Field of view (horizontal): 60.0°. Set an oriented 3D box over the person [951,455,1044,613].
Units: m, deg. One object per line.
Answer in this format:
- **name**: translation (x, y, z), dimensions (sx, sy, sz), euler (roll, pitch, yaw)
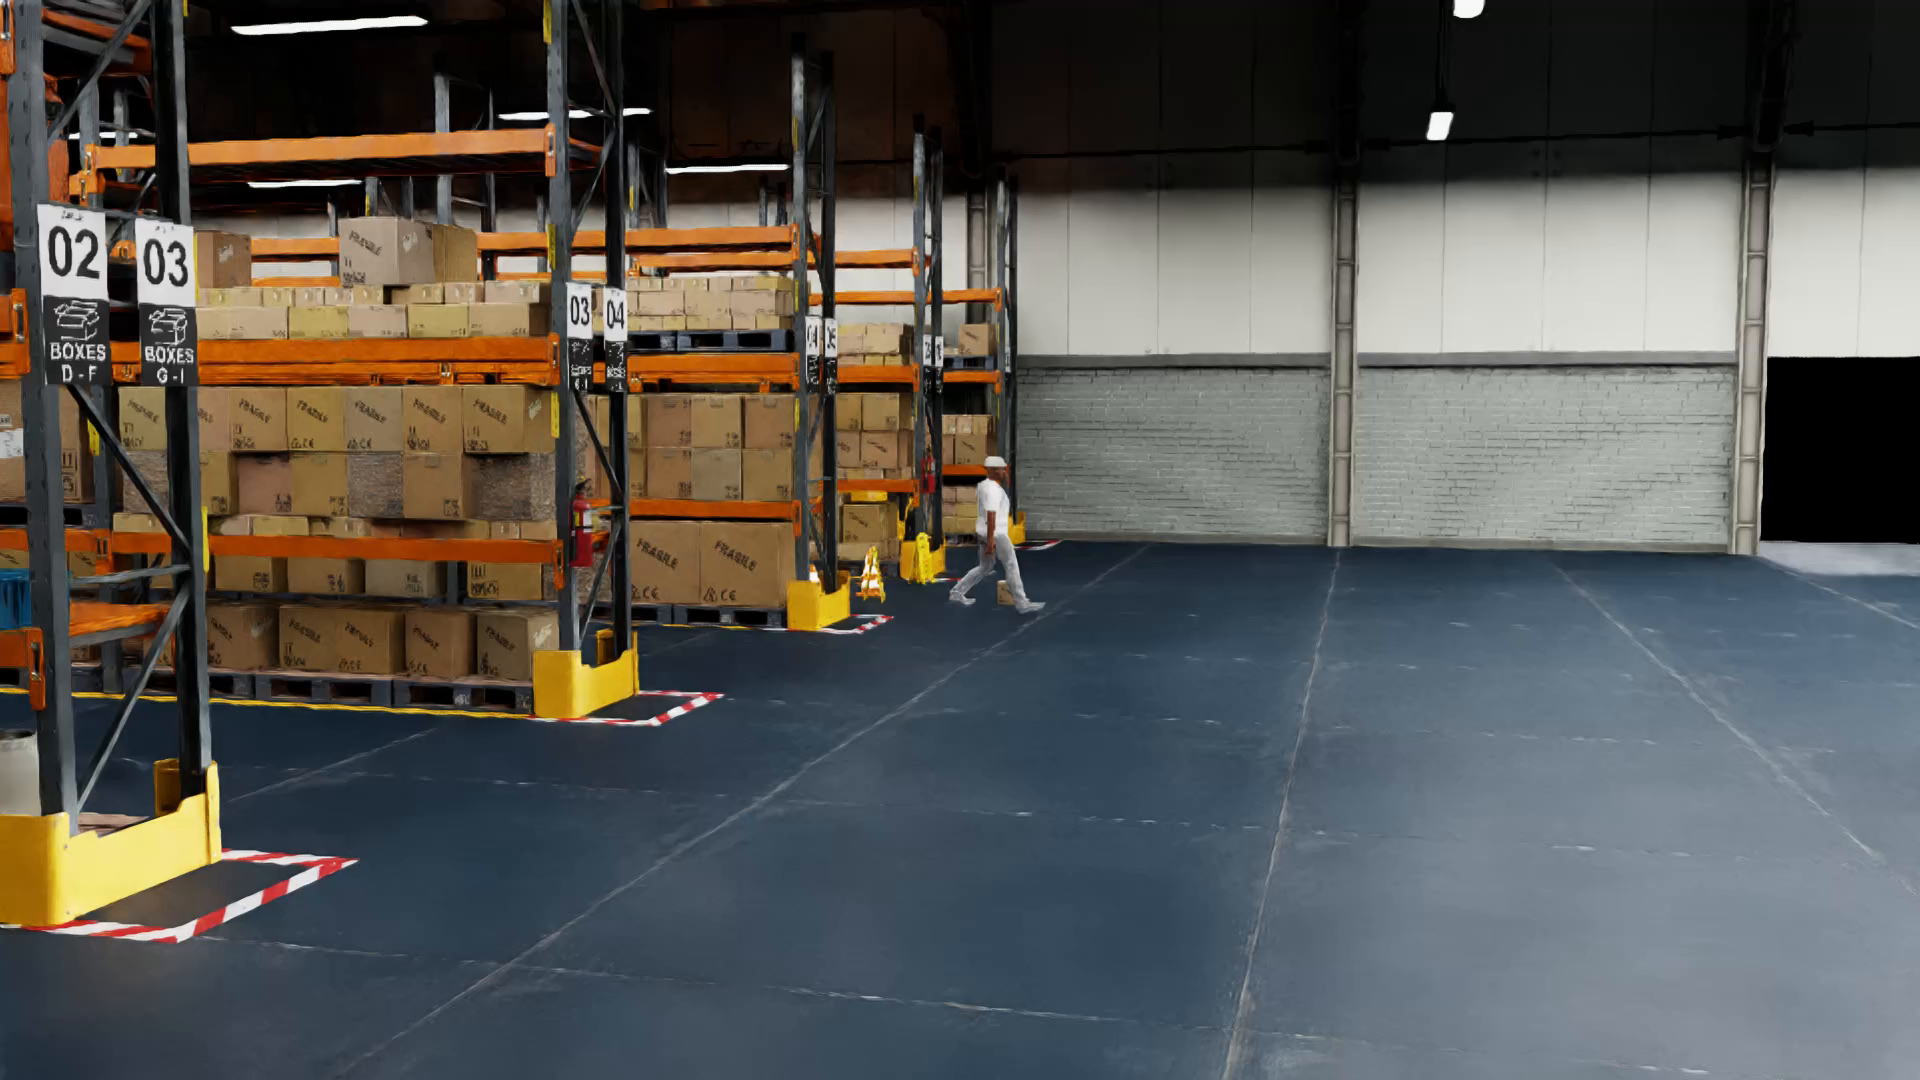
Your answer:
- **person**: translation (0.403, -0.070, 18.321), dimensions (0.923, 1.739, 0.617), euler (-2, 5, -25)
